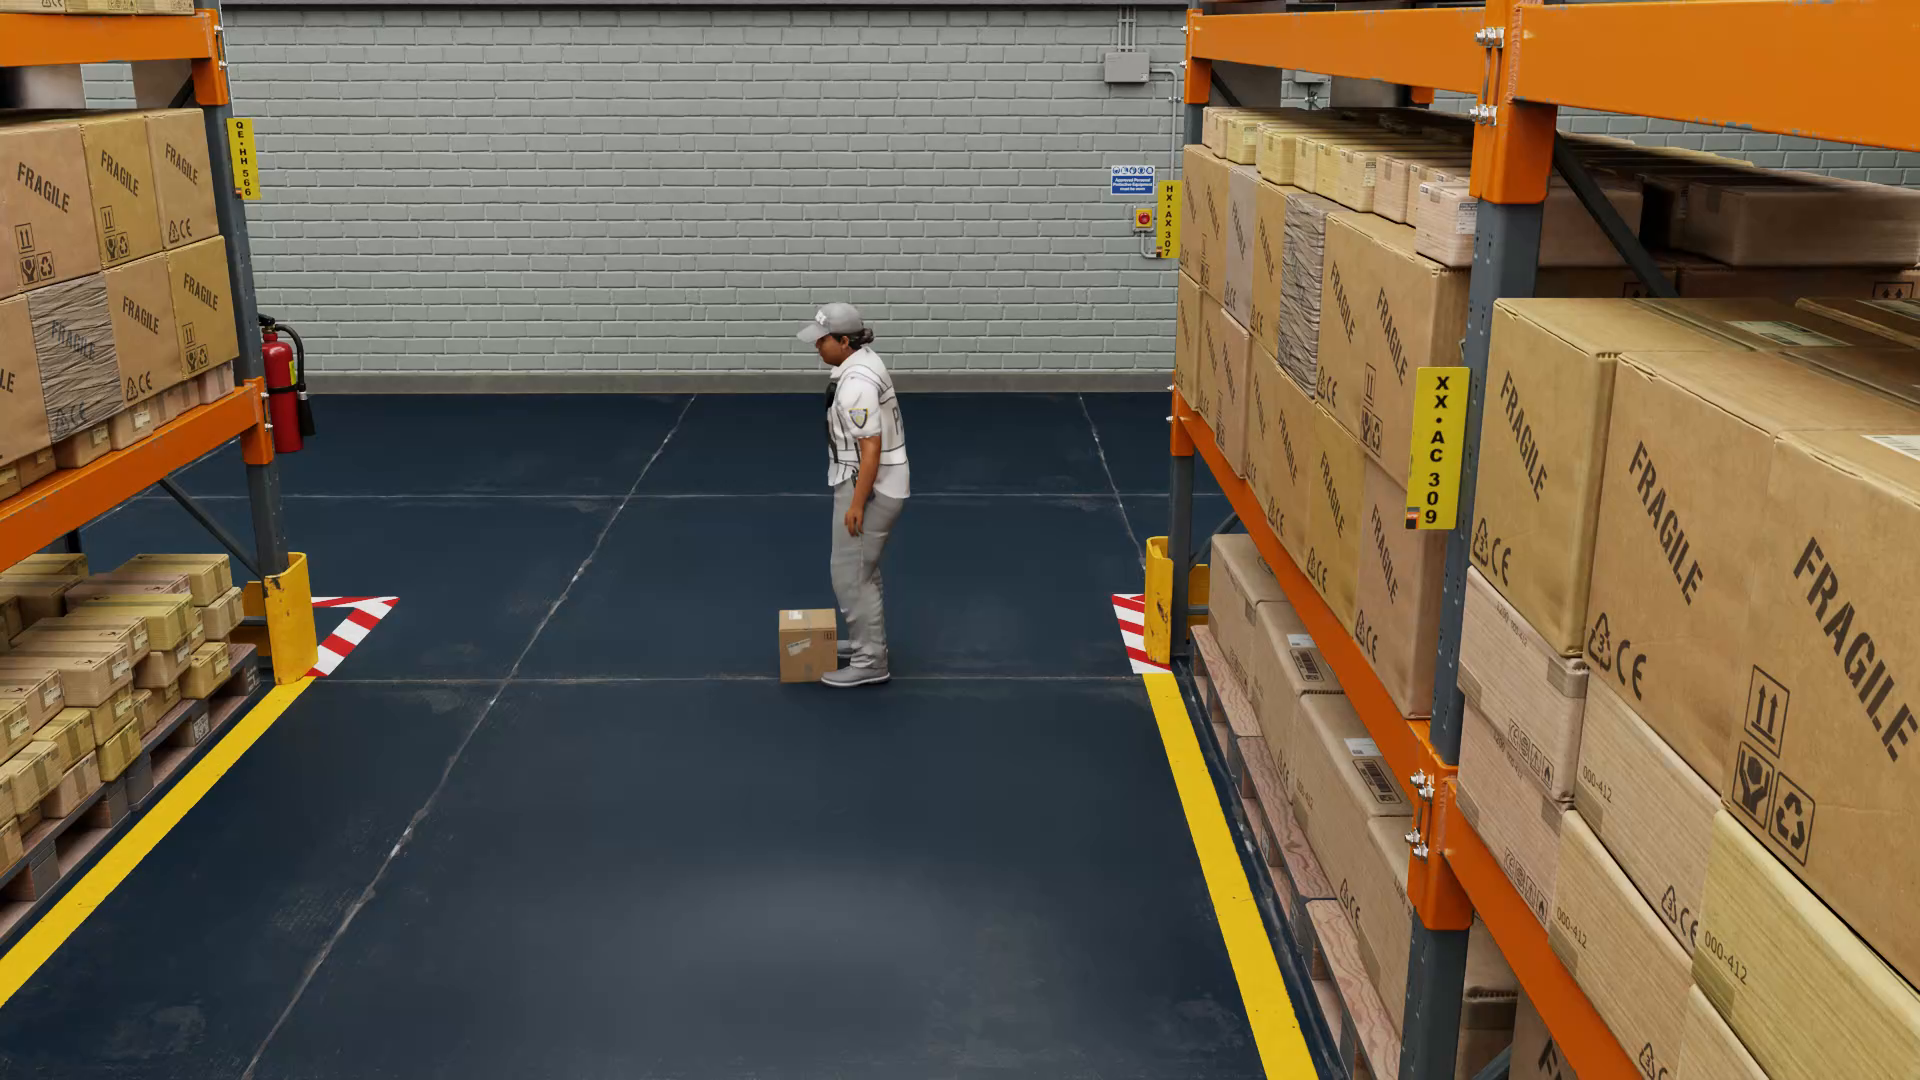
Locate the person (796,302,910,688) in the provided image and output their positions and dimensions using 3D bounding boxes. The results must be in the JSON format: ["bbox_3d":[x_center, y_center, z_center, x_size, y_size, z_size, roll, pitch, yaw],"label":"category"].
[{"bbox_3d":[-0.453,-0.208,7.208,0.468,1.665,0.554,-1,17,-4],"label":"person"}]
